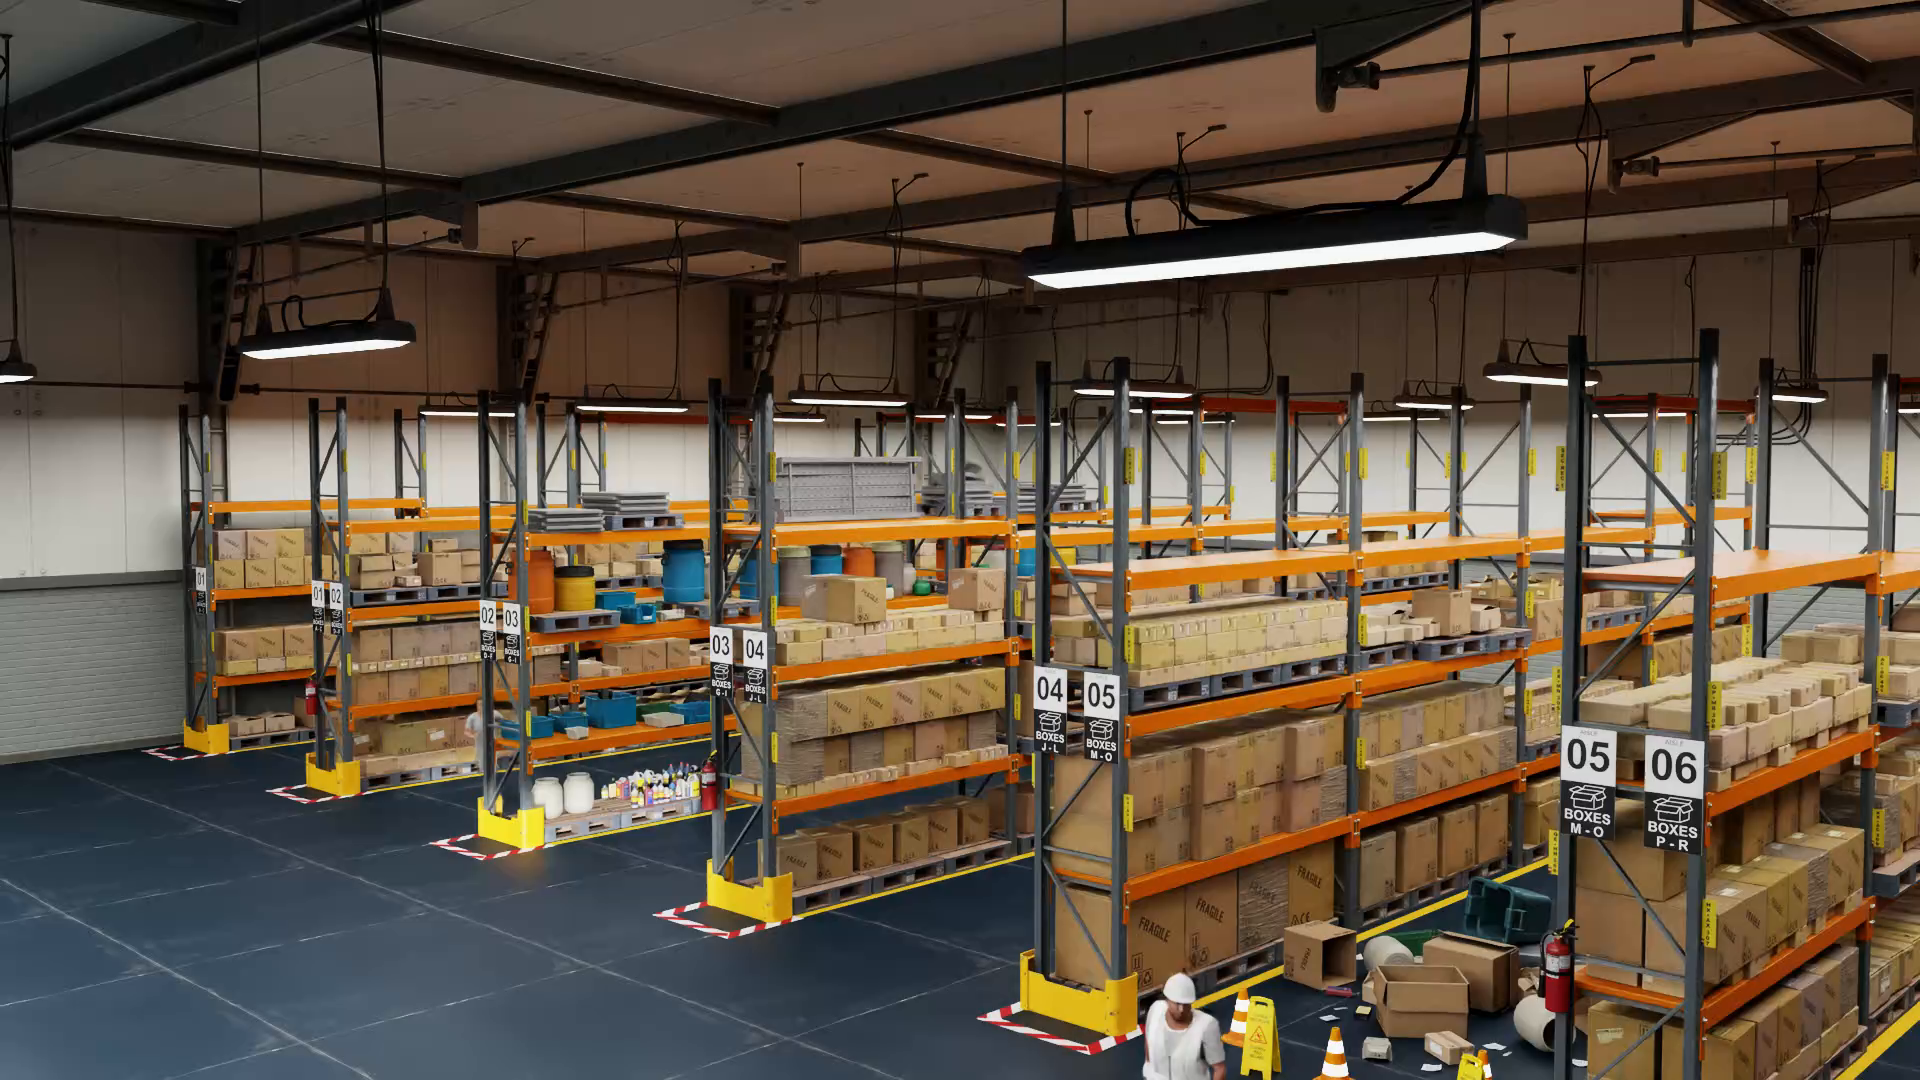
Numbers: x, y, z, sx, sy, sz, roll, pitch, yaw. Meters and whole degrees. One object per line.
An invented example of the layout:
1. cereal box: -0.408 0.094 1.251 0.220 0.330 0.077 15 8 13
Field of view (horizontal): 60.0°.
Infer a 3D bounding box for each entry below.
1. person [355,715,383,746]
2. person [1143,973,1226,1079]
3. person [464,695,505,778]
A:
1. person: -9.759 2.852 27.525 0.641 1.732 0.583 0 3 9
2. person: 1.463 3.700 11.095 0.670 1.716 0.731 1 3 24
3. person: -6.920 3.066 24.344 0.568 1.649 0.956 0 3 -2
